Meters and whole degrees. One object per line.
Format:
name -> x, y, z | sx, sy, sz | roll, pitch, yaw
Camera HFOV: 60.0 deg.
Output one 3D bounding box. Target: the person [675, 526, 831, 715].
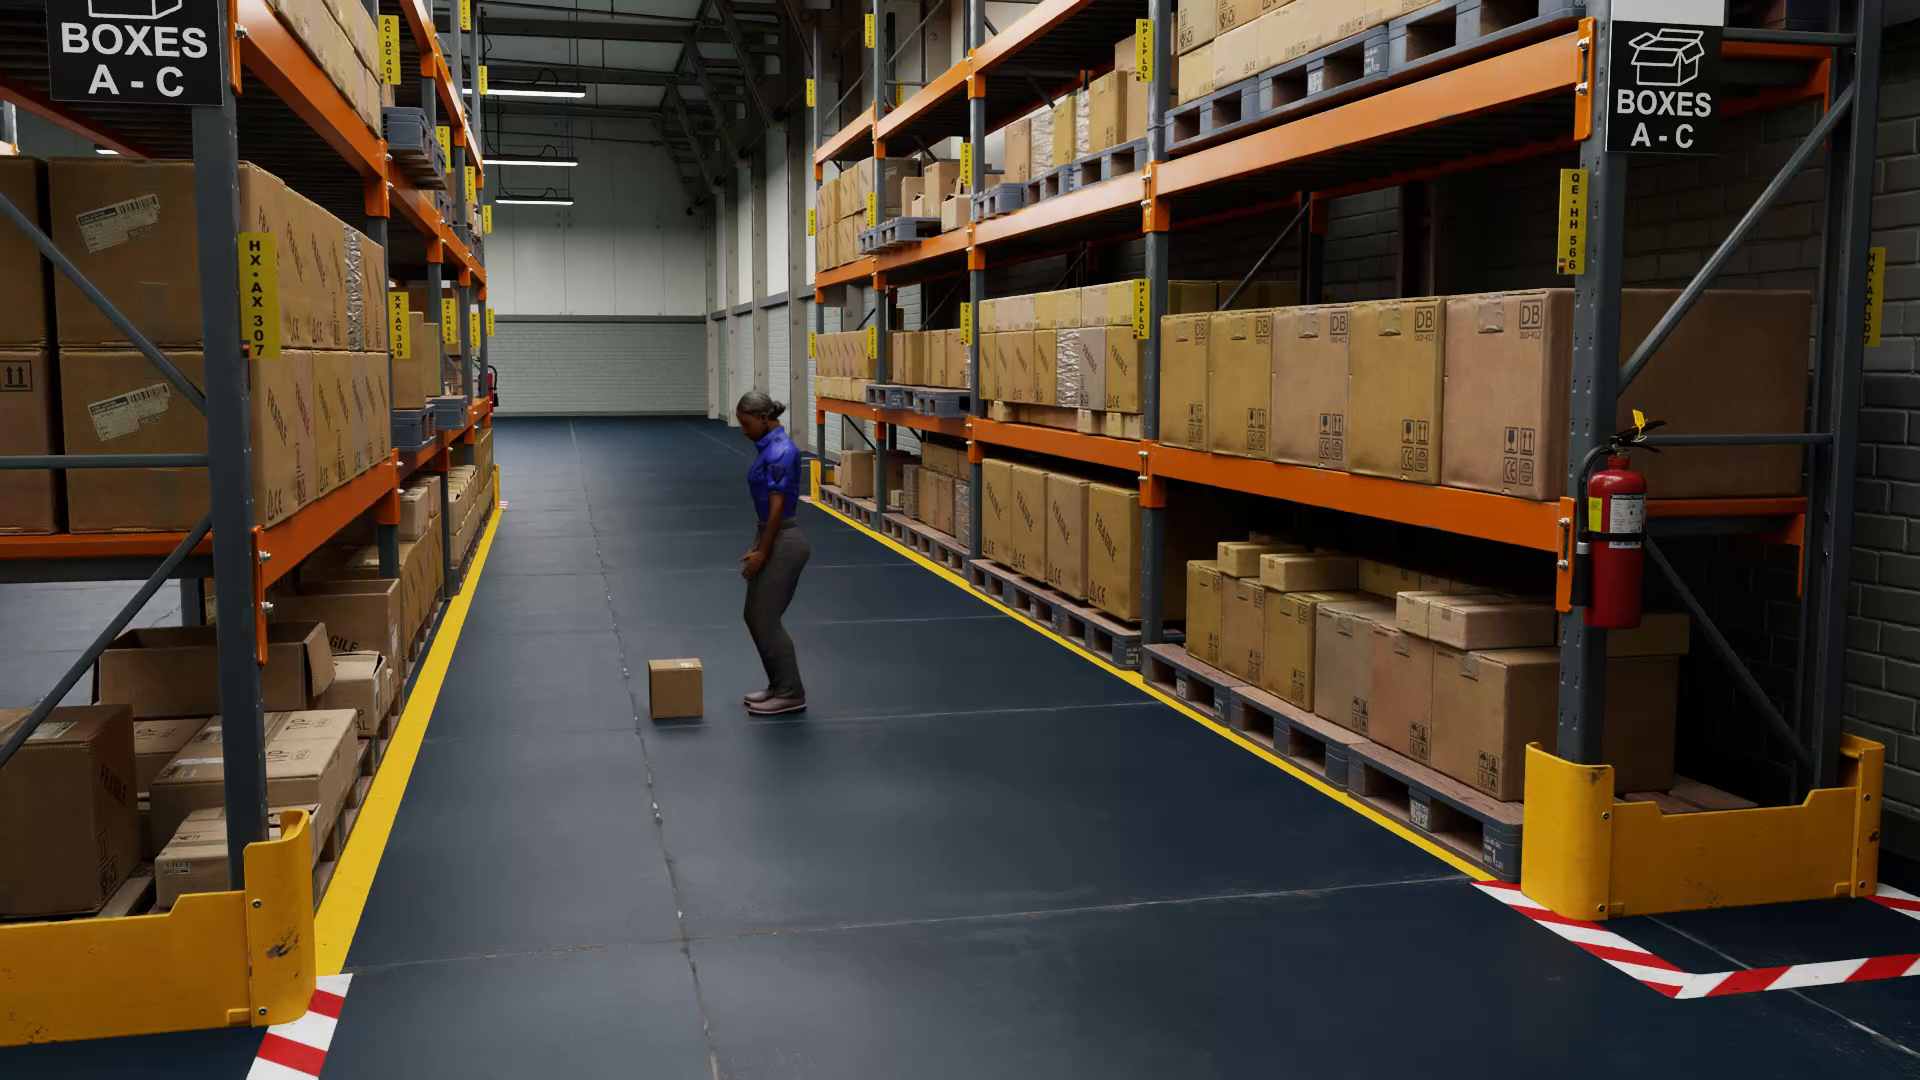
person -> -1.048, 0.393, 8.387 | 0.796, 0.953, 0.485 | -2, 6, -14
